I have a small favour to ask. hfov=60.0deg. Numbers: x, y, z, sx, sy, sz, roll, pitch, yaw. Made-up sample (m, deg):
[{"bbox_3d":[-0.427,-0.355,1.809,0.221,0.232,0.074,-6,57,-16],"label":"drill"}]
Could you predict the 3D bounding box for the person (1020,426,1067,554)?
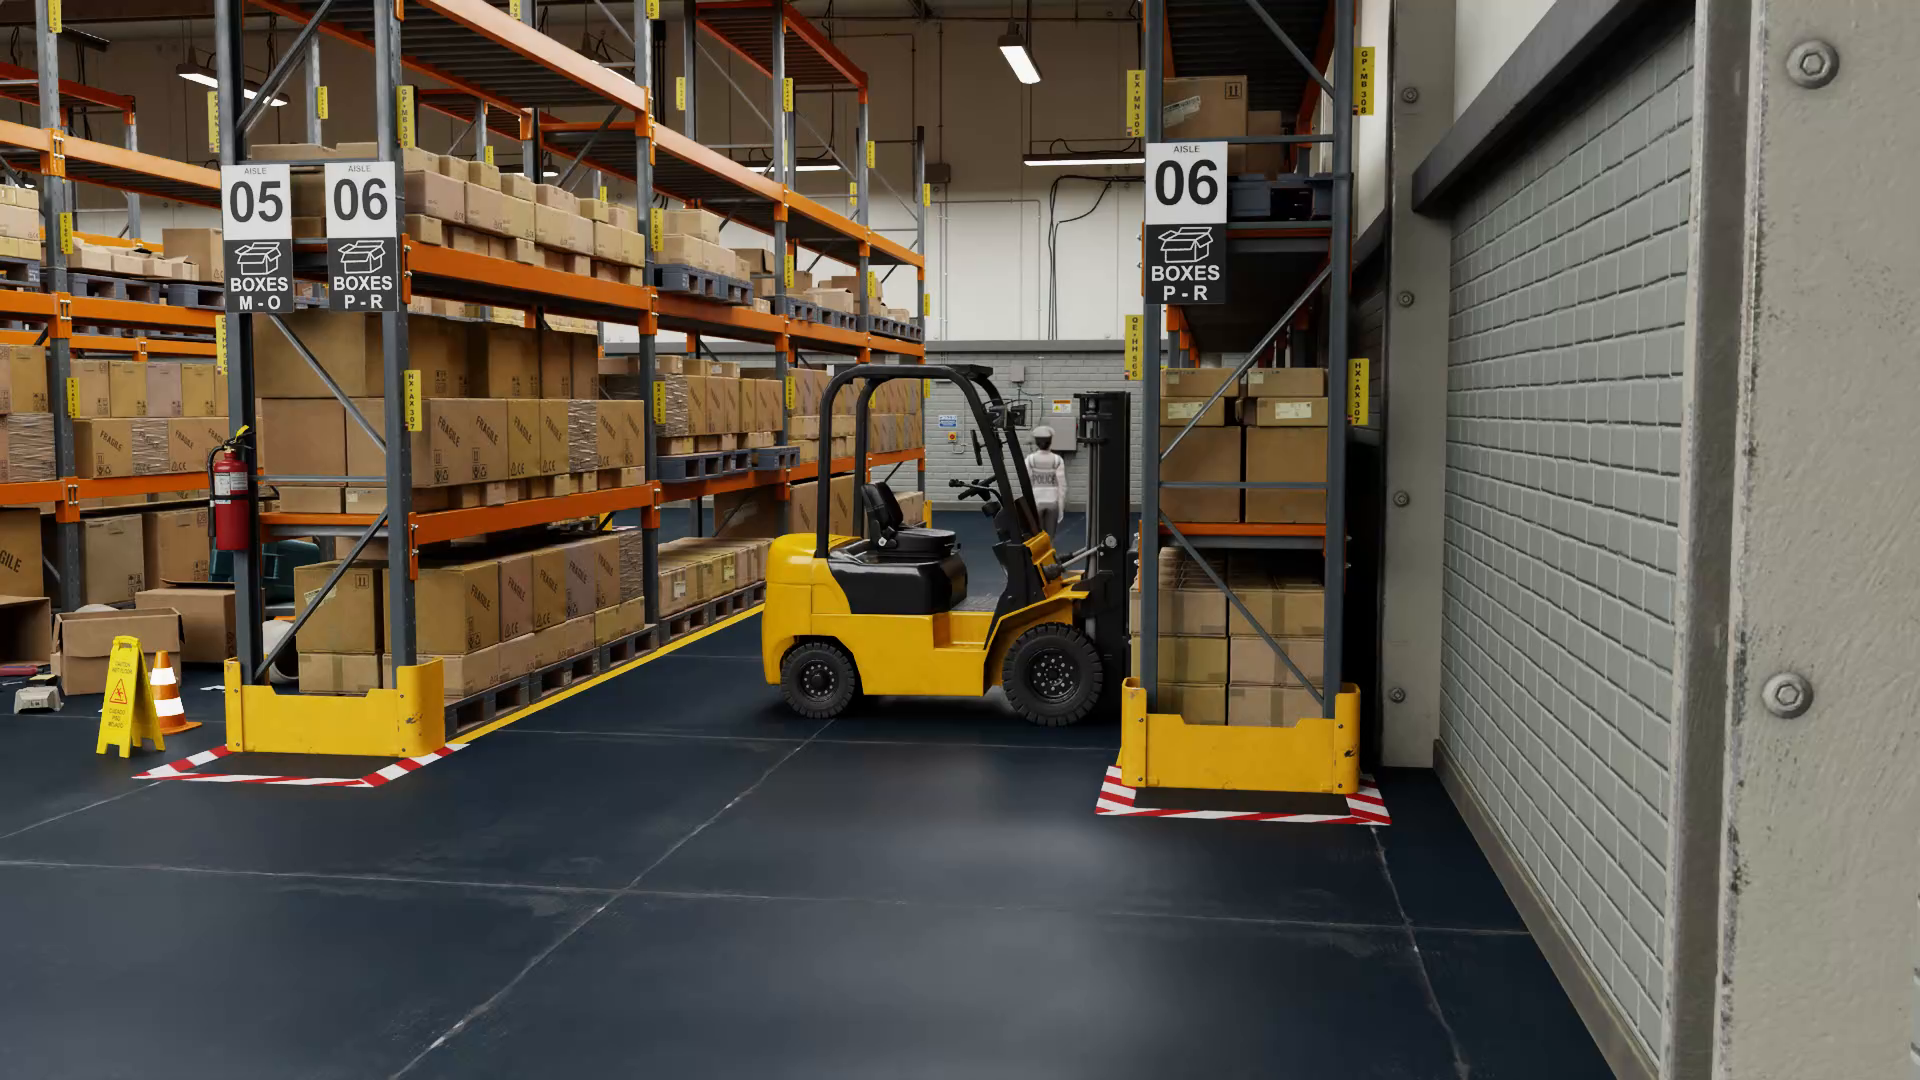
[{"bbox_3d":[0.872,-0.358,17.444,0.488,1.676,0.551,-1,5,-7],"label":"person"}]
